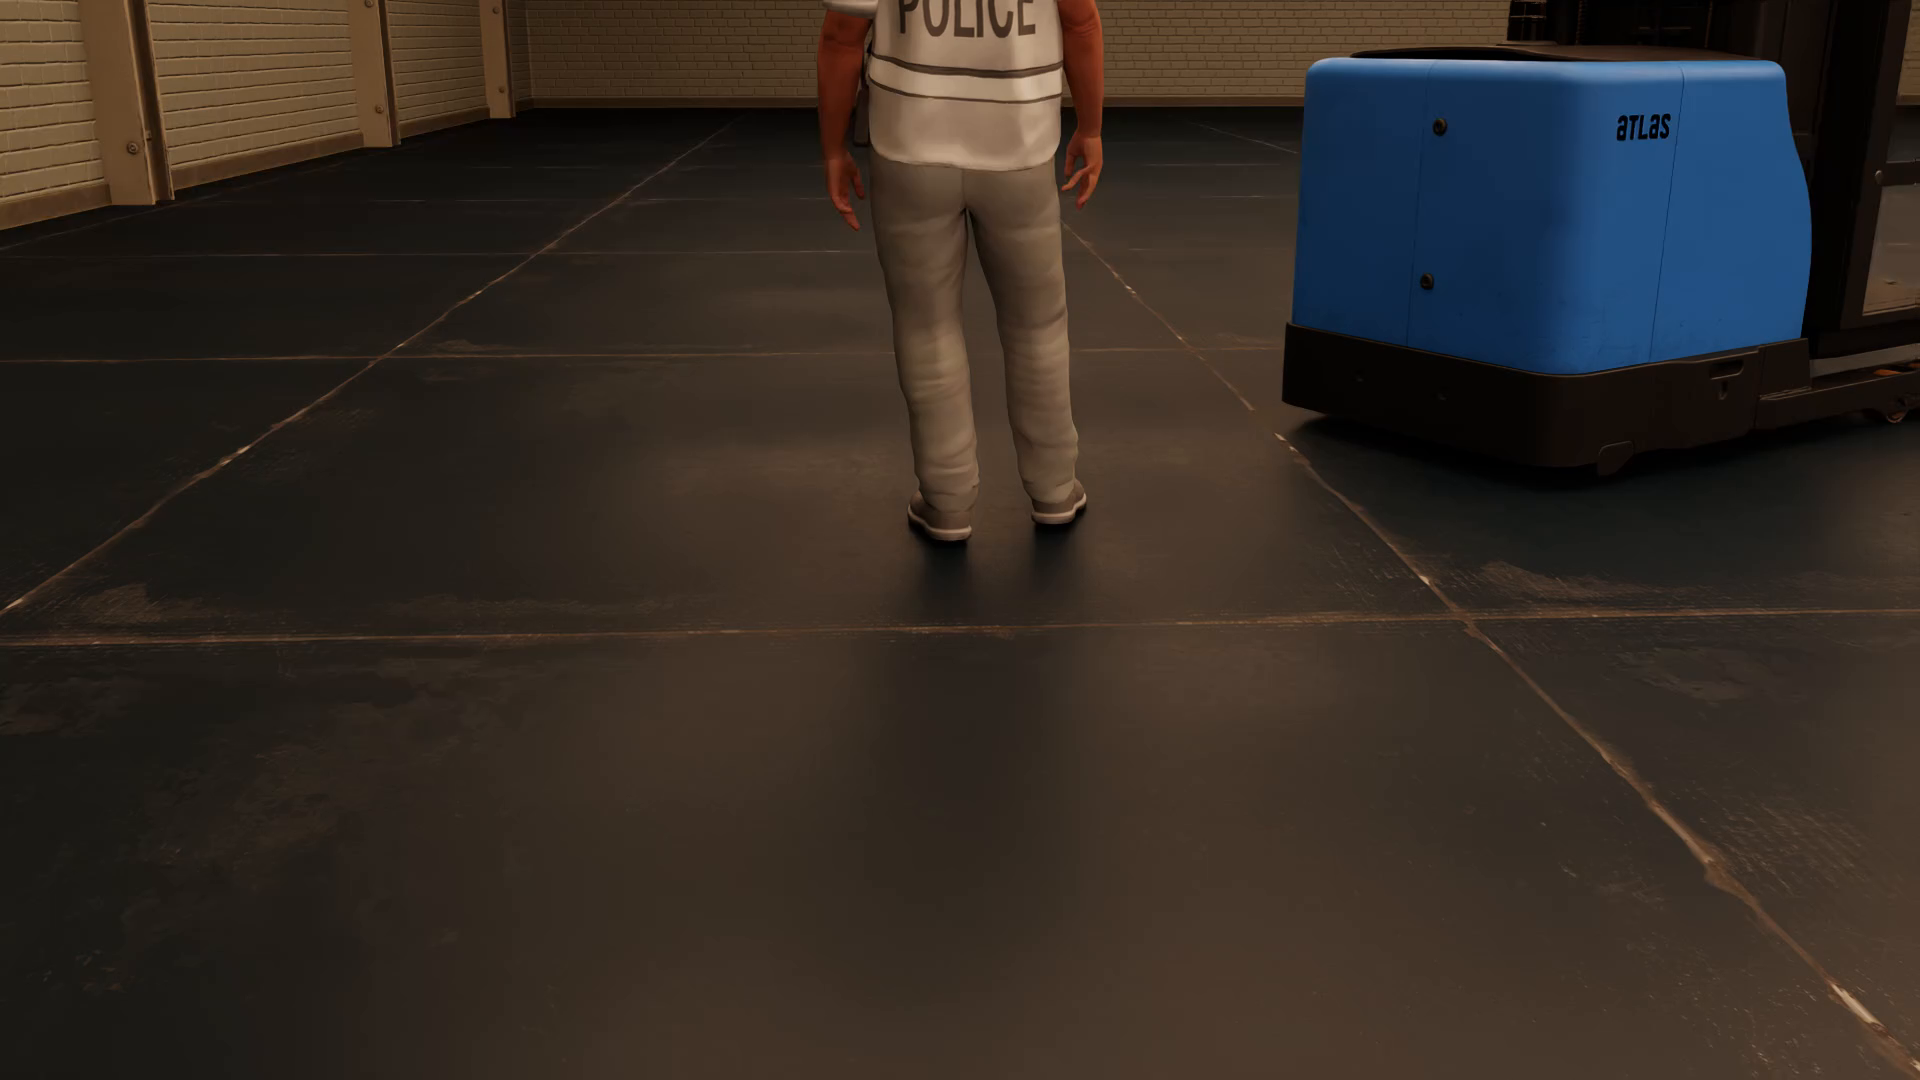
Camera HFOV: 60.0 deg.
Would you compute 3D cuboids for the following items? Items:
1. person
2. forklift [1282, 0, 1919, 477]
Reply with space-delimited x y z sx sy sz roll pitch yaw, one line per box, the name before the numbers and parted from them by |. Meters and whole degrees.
person | 0.007 -0.883 3.730 0.641 1.780 0.574 -1 17 -3
forklift | 2.493 -1.876 5.040 3.031 2.935 1.130 -11 20 -31
